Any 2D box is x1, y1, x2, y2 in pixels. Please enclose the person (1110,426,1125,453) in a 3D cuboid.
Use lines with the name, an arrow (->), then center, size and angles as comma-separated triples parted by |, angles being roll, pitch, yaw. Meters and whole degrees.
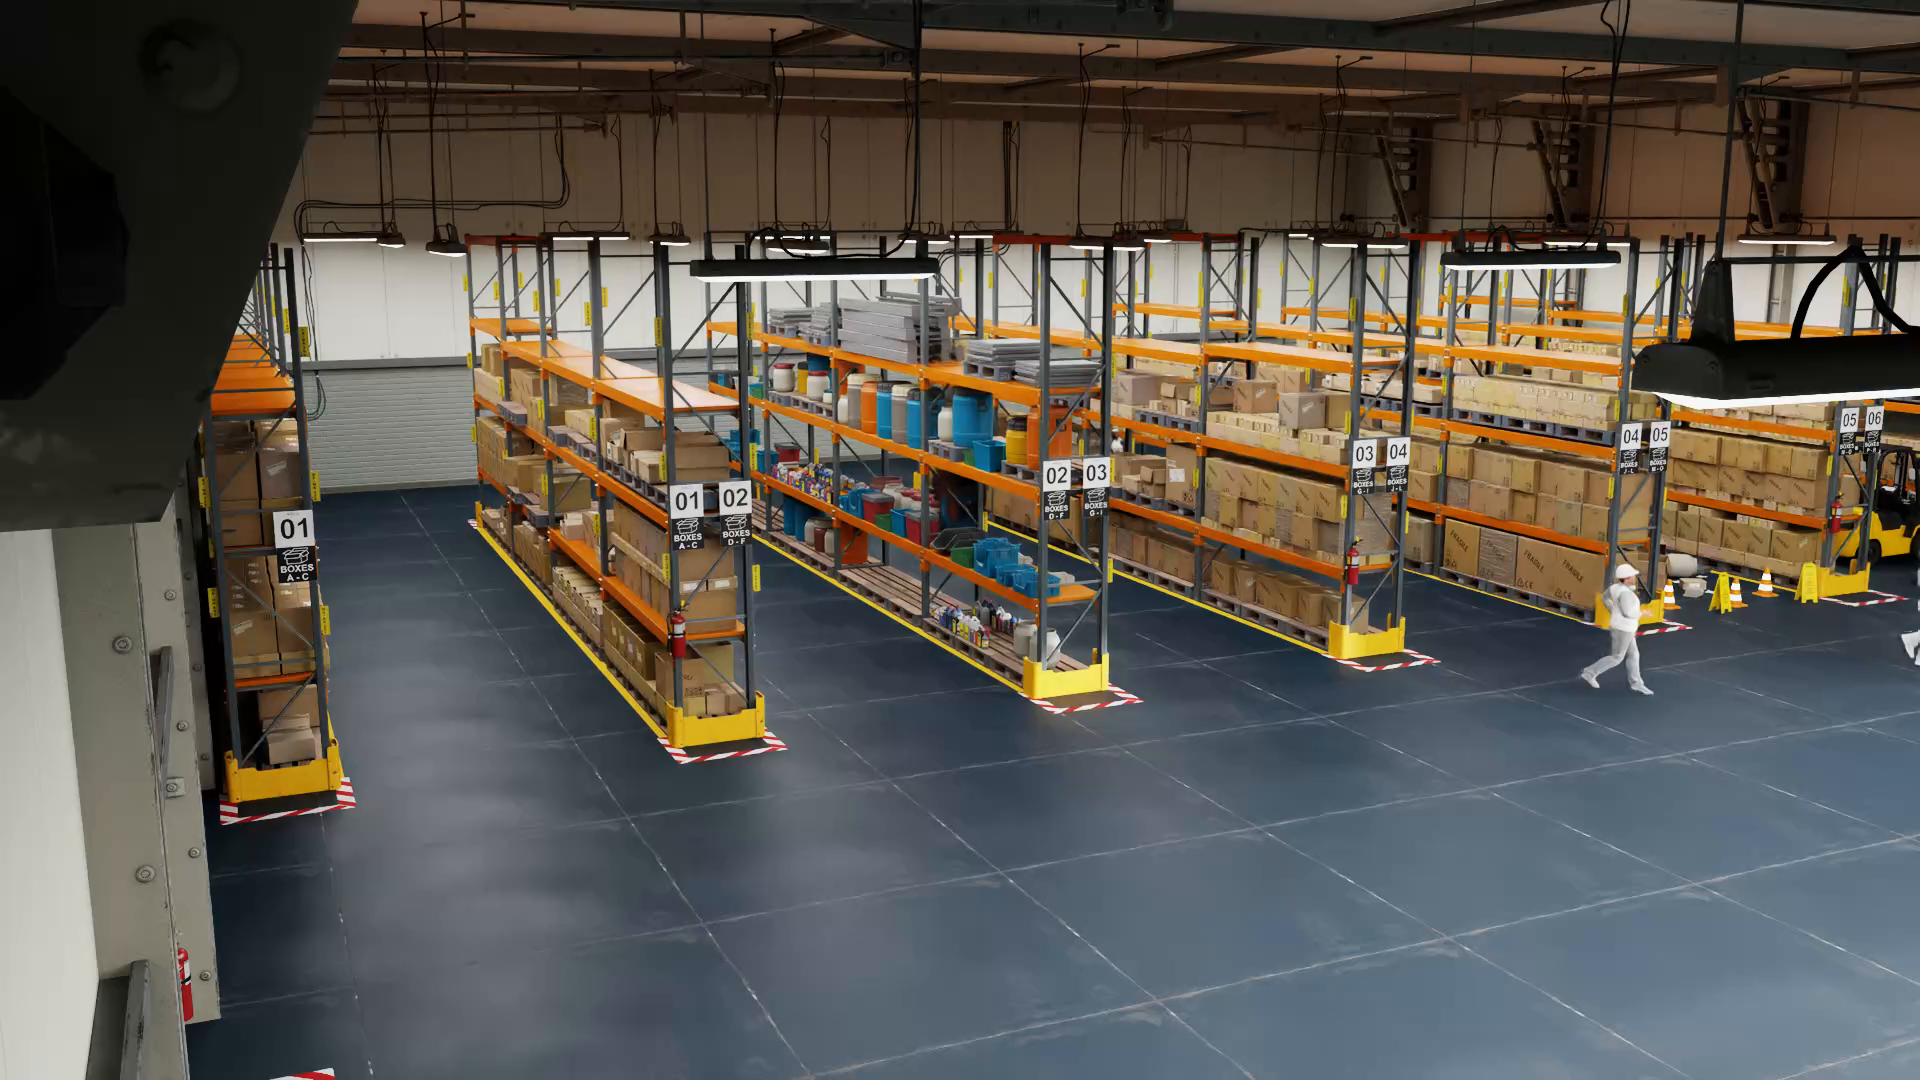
person -> 3.462, -1.731, 37.515 | 0.557, 1.719, 0.894 | -4, 12, -19

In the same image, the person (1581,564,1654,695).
person -> 8.843, 1.199, 22.237 | 0.955, 1.789, 0.658 | 3, 11, 13

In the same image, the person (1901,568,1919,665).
person -> 13.803, 0.954, 23.708 | 0.637, 1.732, 0.712 | 4, 12, 19
